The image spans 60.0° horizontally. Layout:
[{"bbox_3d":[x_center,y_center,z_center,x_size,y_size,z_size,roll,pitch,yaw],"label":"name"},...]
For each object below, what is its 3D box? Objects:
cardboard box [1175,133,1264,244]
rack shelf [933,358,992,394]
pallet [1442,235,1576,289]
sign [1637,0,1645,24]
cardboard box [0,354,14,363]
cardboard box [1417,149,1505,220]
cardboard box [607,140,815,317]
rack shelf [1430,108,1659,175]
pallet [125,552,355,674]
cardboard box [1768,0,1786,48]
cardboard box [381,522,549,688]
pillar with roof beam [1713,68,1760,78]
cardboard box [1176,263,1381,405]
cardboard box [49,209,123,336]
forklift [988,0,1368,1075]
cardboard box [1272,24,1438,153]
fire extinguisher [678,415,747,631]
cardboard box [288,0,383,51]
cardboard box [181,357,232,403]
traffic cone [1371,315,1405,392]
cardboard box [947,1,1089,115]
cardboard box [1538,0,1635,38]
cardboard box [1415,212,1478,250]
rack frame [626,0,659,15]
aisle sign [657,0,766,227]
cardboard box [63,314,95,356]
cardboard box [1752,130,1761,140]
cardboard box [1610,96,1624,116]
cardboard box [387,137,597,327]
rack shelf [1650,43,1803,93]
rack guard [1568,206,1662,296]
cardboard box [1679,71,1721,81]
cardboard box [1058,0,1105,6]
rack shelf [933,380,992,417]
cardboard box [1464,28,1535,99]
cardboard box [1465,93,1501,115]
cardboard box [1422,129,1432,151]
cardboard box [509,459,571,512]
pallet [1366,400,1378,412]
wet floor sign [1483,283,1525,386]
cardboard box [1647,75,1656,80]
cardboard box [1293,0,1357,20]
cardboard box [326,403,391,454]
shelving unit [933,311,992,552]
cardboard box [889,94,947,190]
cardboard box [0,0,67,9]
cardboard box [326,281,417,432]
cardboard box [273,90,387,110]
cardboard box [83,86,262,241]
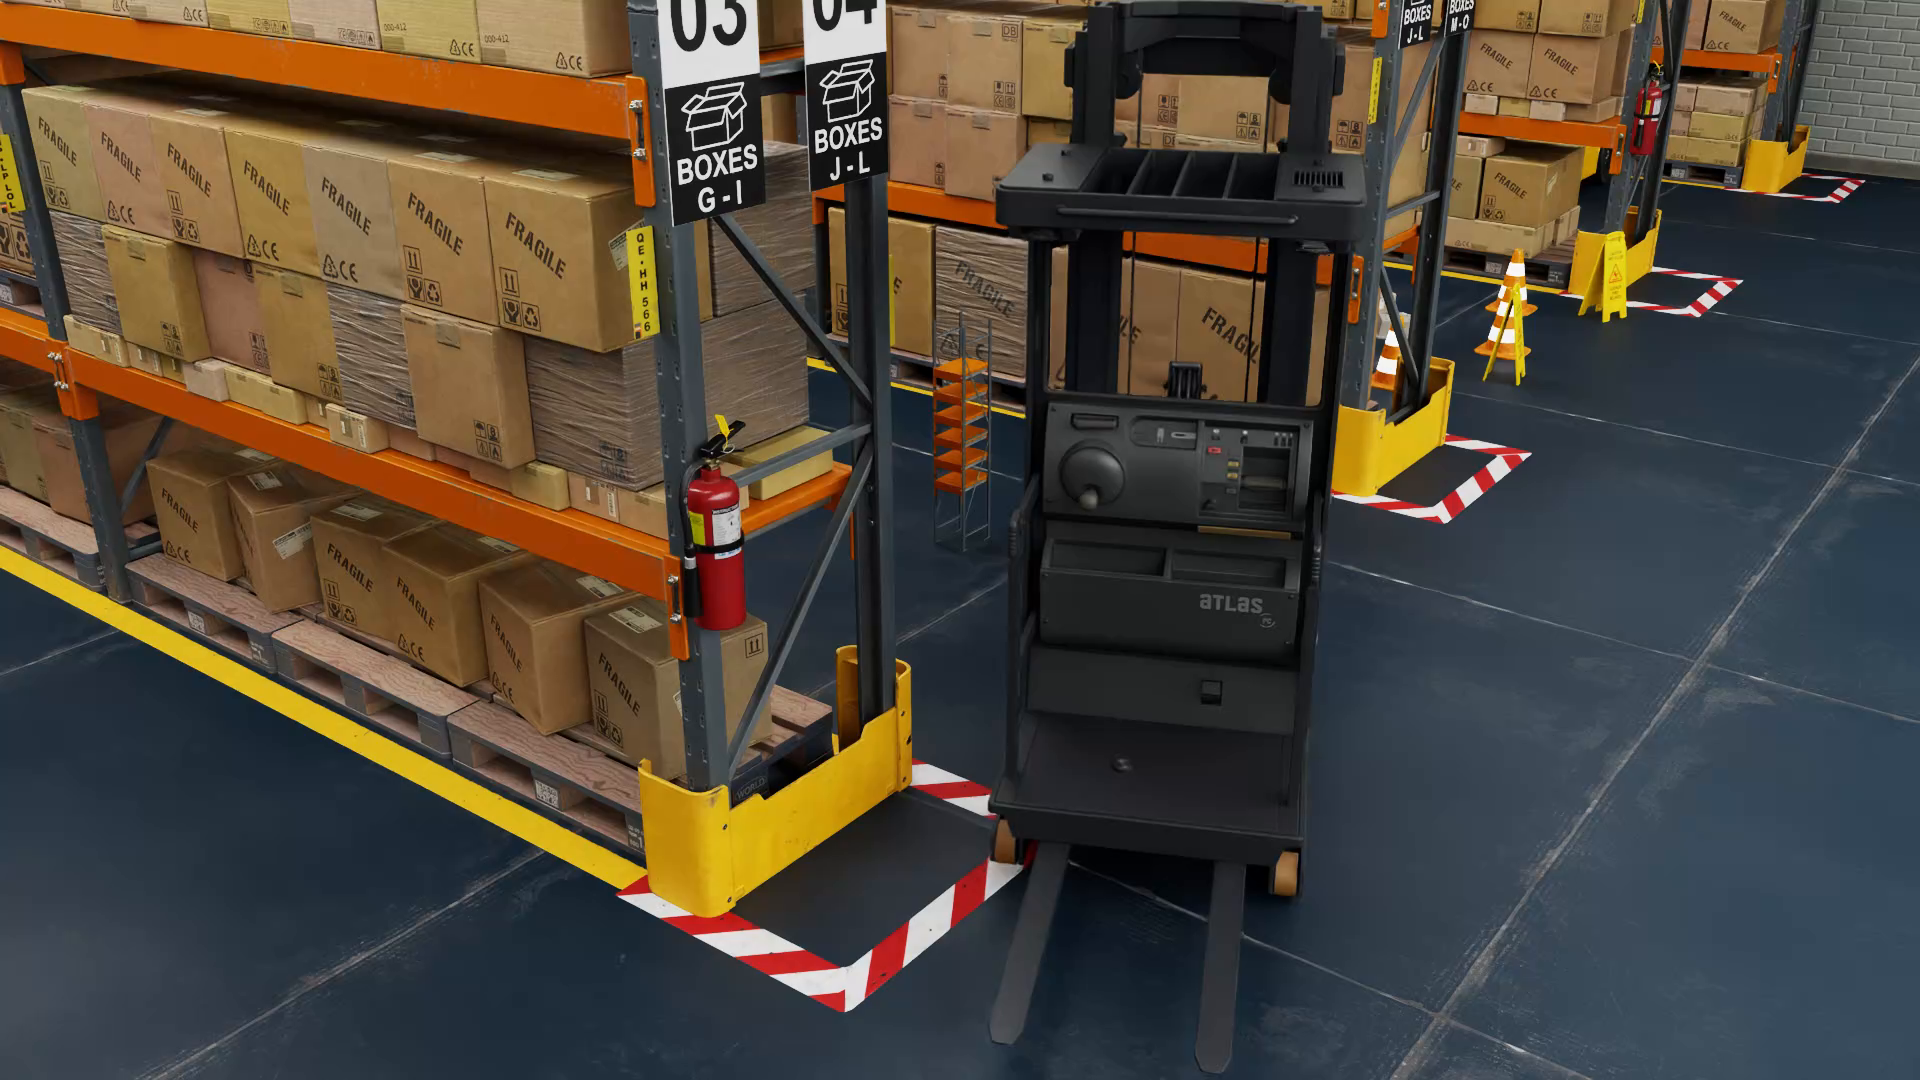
[{"bbox_3d":[1.688,-2.107,9.626,0.550,0.550,0.875,17,29,33],"label":"cardboard box"},{"bbox_3d":[0.012,-0.834,8.373,0.180,0.103,0.258,17,29,33],"label":"rack shelf"},{"bbox_3d":[4.664,-2.409,13.956,1.213,0.211,1.003,17,29,33],"label":"pallet"},{"bbox_3d":[5.005,-3.959,12.188,0.005,0.325,0.100,17,29,33],"label":"sign"},{"bbox_3d":[-5.534,-0.833,9.475,0.500,0.500,0.700,20,31,38],"label":"cardboard box"},{"bbox_3d":[4.136,-2.971,13.731,0.500,0.500,0.500,18,30,35],"label":"cardboard box"},{"bbox_3d":[-0.867,-1.122,5.843,0.500,0.500,0.500,17,29,33],"label":"cardboard box"},{"bbox_3d":[3.753,-3.613,14.123,4.000,0.370,1.077,17,29,33],"label":"rack shelf"},{"bbox_3d":[-3.232,0.198,8.038,1.213,0.211,1.003,17,29,33],"label":"pallet"},{"bbox_3d":[8.098,-5.316,16.972,0.500,0.500,0.500,18,29,35],"label":"cardboard box"},{"bbox_3d":[-2.068,0.243,7.058,0.500,0.500,0.500,20,31,38],"label":"cardboard box"},{"bbox_3d":[5.729,-6.877,13.197,0.400,9.000,9.100,17,29,33],"label":"pillar with roof beam"},{"bbox_3d":[1.883,-1.200,9.868,0.875,0.875,0.875,17,29,34],"label":"cardboard box"},{"bbox_3d":[-3.468,-1.282,7.446,0.500,0.500,0.875,17,29,33],"label":"cardboard box"},{"bbox_3d":[0.722,-0.240,5.660,1.130,2.935,3.031,5,24,11],"label":"forklift"},{"bbox_3d":[2.192,-2.502,9.184,0.550,0.550,0.875,17,29,33],"label":"cardboard box"},{"bbox_3d":[-0.775,-0.050,5.239,0.183,0.674,0.296,17,29,33],"label":"fire extinguisher"},{"bbox_3d":[-1.934,-1.847,5.687,0.500,0.250,0.500,18,29,34],"label":"cardboard box"},{"bbox_3d":[-3.009,-0.718,6.970,0.250,0.149,0.380,17,29,33],"label":"cardboard box"},{"bbox_3d":[2.892,-1.263,11.043,0.334,0.463,0.336,17,29,33],"label":"traffic cone"},{"bbox_3d":[0.399,-2.997,10.306,0.550,0.550,0.875,17,29,33],"label":"cardboard box"},{"bbox_3d":[4.814,-4.151,12.719,0.500,0.500,0.700,16,28,32],"label":"cardboard box"},{"bbox_3d":[4.136,-2.629,13.887,0.500,0.250,0.500,17,29,33],"label":"cardboard box"},{"bbox_3d":[-0.590,-3.007,4.414,0.127,3.000,1.000,17,29,33],"label":"rack frame"},{"bbox_3d":[-0.720,-1.339,4.846,0.004,0.787,0.394,17,29,33],"label":"aisle sign"},{"bbox_3d":[-3.799,-0.965,7.531,0.250,0.149,0.380,17,29,33],"label":"cardboard box"},{"bbox_3d":[8.052,-4.177,17.399,0.500,0.250,0.500,17,29,34],"label":"cardboard box"},{"bbox_3d":[5.206,-3.493,13.269,0.250,0.149,0.380,17,29,33],"label":"cardboard box"},{"bbox_3d":[-1.582,-1.073,5.733,0.500,0.500,0.500,17,29,33],"label":"cardboard box"},{"bbox_3d":[6.727,-5.216,17.760,4.000,0.370,1.077,17,29,33],"label":"rack shelf"},{"bbox_3d":[5.293,-2.333,13.426,0.348,0.500,1.175,17,29,33],"label":"rack guard"},{"bbox_3d":[7.654,-4.750,17.459,0.500,0.250,0.500,17,29,33],"label":"cardboard box"},{"bbox_3d":[1.248,-4.957,15.267,0.500,0.500,0.500,17,29,34],"label":"cardboard box"},{"bbox_3d":[0.012,-0.725,8.421,0.180,0.103,0.258,17,29,33],"label":"rack shelf"},{"bbox_3d":[4.356,-3.806,13.174,0.500,0.500,0.500,17,29,33],"label":"cardboard box"},{"bbox_3d":[4.240,-3.512,13.313,0.250,0.149,0.380,17,29,34],"label":"cardboard box"},{"bbox_3d":[3.813,-3.336,13.755,0.250,0.149,0.380,18,30,35],"label":"cardboard box"},{"bbox_3d":[-1.372,-0.253,5.917,0.250,0.149,0.380,17,29,33],"label":"cardboard box"},{"bbox_3d":[1.779,-0.729,10.144,1.213,0.211,1.003,17,29,33],"label":"pallet"},{"bbox_3d":[3.676,-1.392,11.109,0.232,0.644,0.267,12,26,24],"label":"wet floor sign"},{"bbox_3d":[6.950,-4.704,17.355,0.500,0.250,0.500,17,29,34],"label":"cardboard box"},{"bbox_3d":[3.156,-4.629,13.802,0.500,0.500,0.700,16,28,32],"label":"cardboard box"},{"bbox_3d":[-2.205,-0.478,6.426,0.250,0.149,0.380,17,29,33],"label":"cardboard box"},{"bbox_3d":[0.012,-0.546,8.500,0.189,1.200,0.258,17,29,33],"label":"shelving unit"},{"bbox_3d":[0.021,-2.662,10.886,0.550,0.550,0.875,17,29,33],"label":"cardboard box"},{"bbox_3d":[-3.584,-2.341,6.810,0.500,0.250,0.500,16,28,31],"label":"cardboard box"},{"bbox_3d":[-1.860,-0.802,6.358,0.500,0.500,0.875,17,29,33],"label":"cardboard box"},{"bbox_3d":[-2.465,-1.607,6.943,0.500,0.500,0.500,17,29,33],"label":"cardboard box"},{"bbox_3d":[-3.182,-1.557,6.831,0.500,0.500,0.500,17,29,33],"label":"cardboard box"}]
